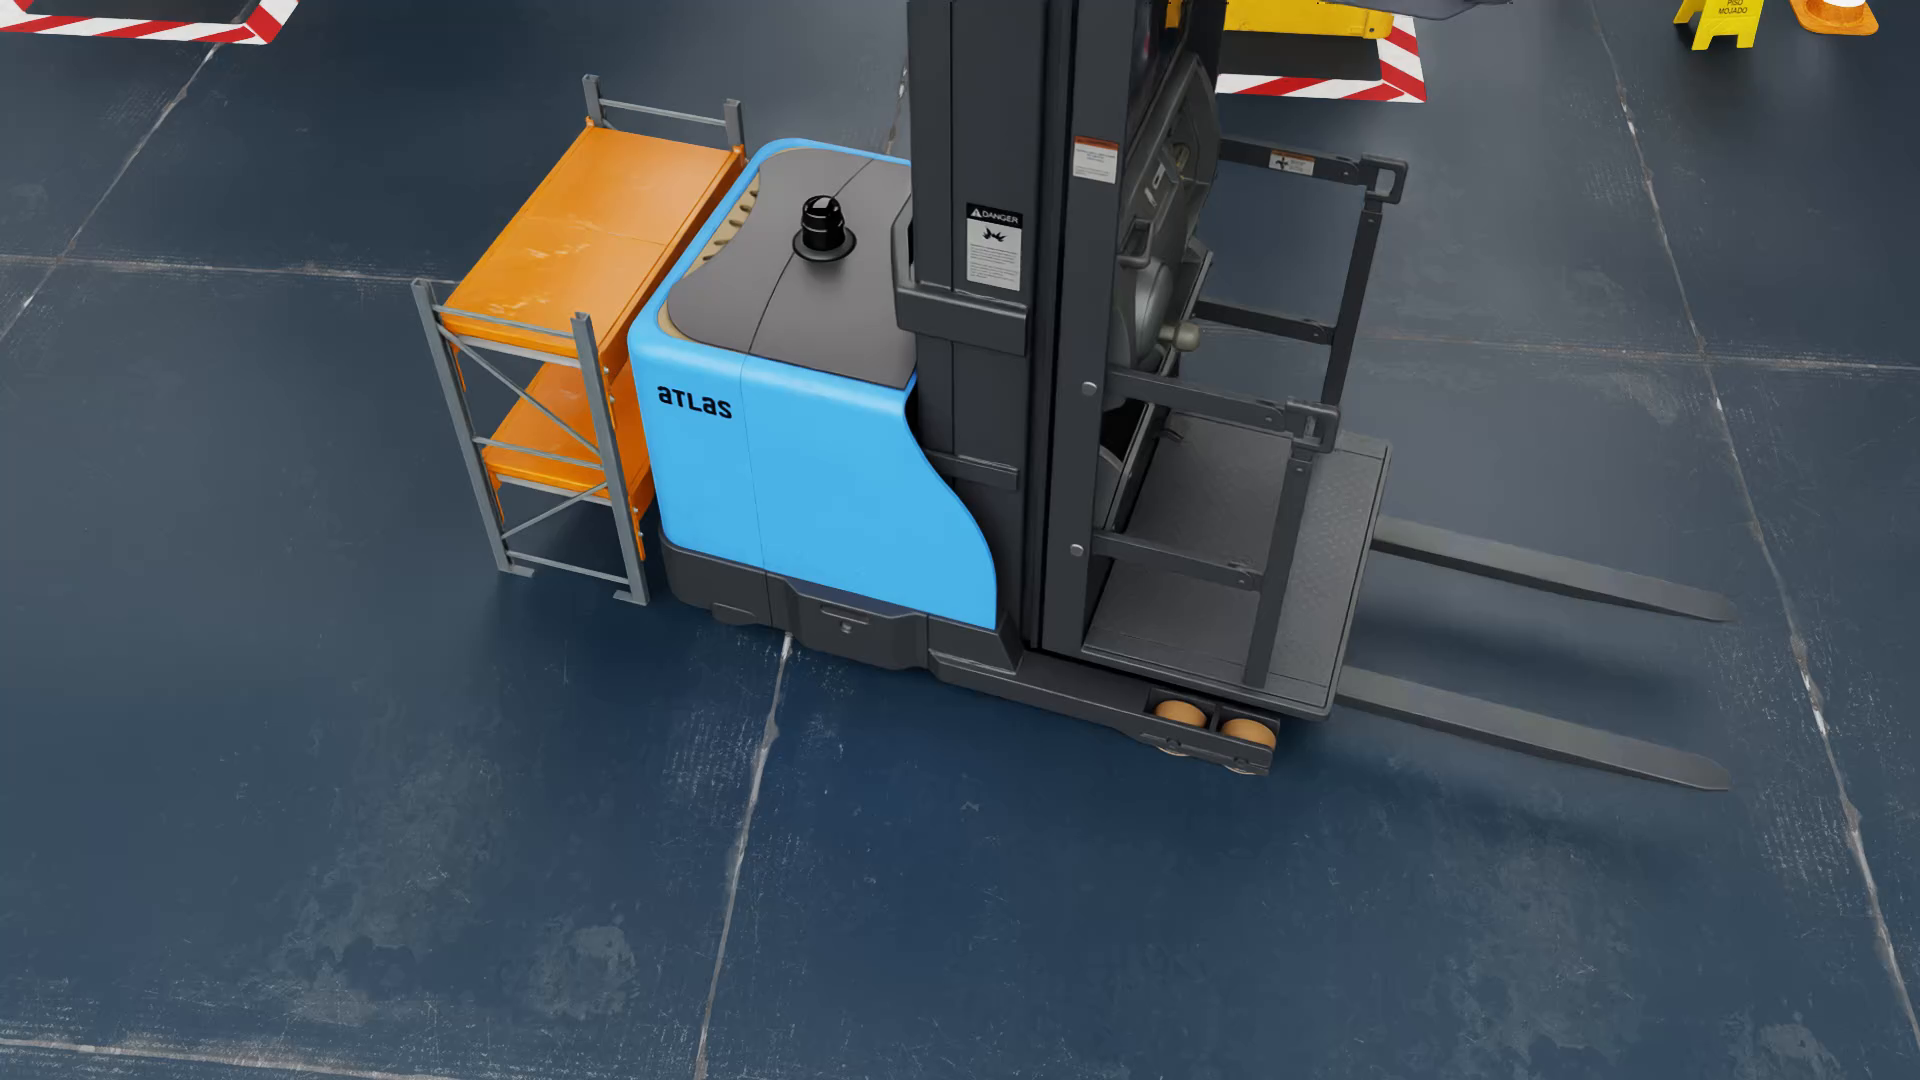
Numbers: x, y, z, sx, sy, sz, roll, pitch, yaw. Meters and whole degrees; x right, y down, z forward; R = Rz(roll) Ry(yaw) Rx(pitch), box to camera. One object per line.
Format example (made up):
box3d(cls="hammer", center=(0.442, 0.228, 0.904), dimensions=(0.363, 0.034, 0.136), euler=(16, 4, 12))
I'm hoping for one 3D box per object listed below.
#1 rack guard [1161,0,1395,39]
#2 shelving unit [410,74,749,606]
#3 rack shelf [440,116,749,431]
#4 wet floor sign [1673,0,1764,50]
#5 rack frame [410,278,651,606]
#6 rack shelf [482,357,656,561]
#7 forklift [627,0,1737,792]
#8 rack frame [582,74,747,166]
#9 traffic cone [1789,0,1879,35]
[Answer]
box3d(cls="rack guard", center=(1.316, -2.514, 7.211), dimensions=(1.175, 0.500, 0.348), euler=(4, 48, 4))
box3d(cls="shelving unit", center=(-1.041, -0.602, 5.038), dimensions=(0.538, 1.125, 1.048), euler=(13, 49, 11))
box3d(cls="rack shelf", center=(-1.041, -0.799, 4.822), dimensions=(0.538, 0.278, 1.000), euler=(13, 49, 11))
box3d(cls="wet floor sign", center=(3.287, -2.426, 7.032), dimensions=(0.267, 0.644, 0.232), euler=(-4, 48, -3))
box3d(cls="rack frame", center=(-1.190, -0.243, 4.710), dimensions=(0.500, 1.125, 0.032), euler=(13, 49, 11))
box3d(cls="rack shelf", center=(-1.041, -0.437, 5.218), dimensions=(0.538, 0.278, 1.000), euler=(13, 49, 11))
box3d(cls="forklift", center=(0.690, -0.778, 3.976), dimensions=(3.031, 2.935, 1.130), euler=(14, 49, 13))
box3d(cls="rack frame", center=(-0.892, -0.960, 5.366), dimensions=(0.500, 1.125, 0.032), euler=(13, 49, 11))
box3d(cls="traffic cone", center=(3.875, -2.488, 7.212), dimensions=(0.336, 0.463, 0.334), euler=(4, 48, 4))
